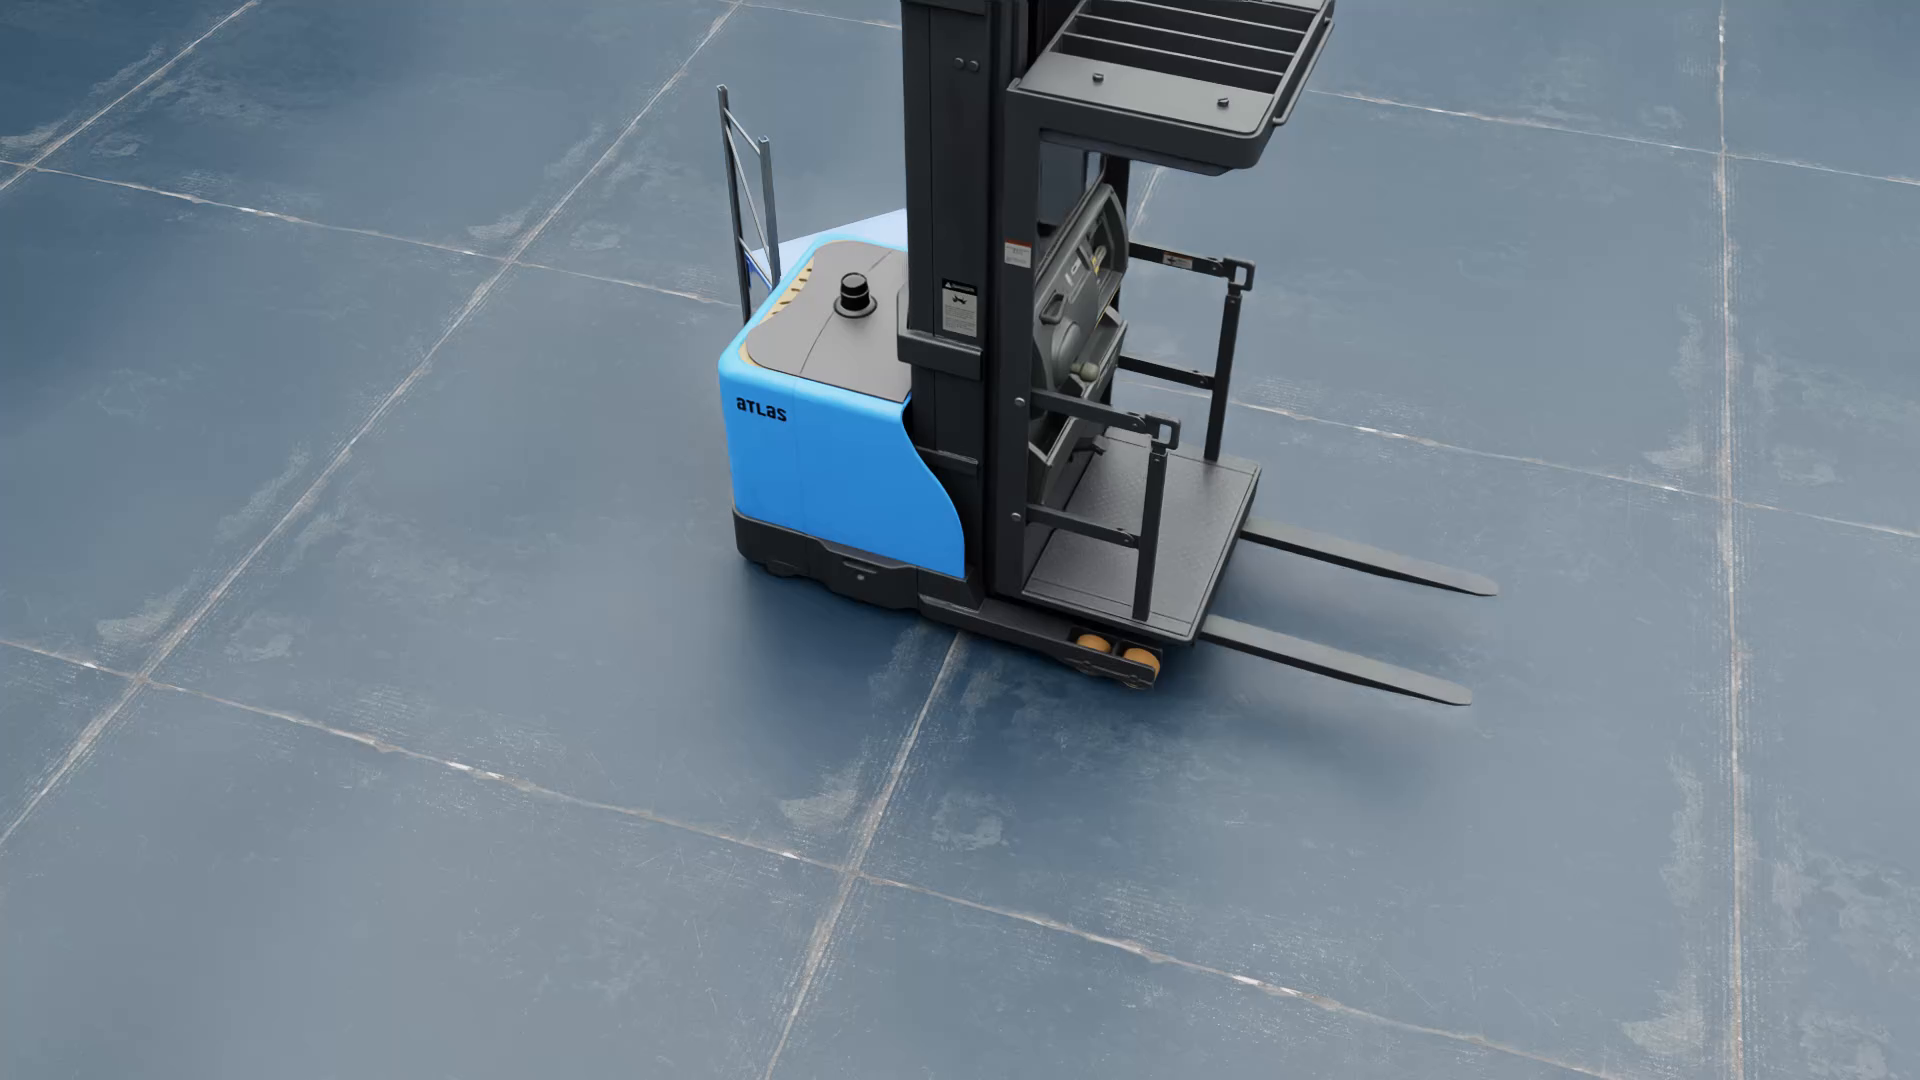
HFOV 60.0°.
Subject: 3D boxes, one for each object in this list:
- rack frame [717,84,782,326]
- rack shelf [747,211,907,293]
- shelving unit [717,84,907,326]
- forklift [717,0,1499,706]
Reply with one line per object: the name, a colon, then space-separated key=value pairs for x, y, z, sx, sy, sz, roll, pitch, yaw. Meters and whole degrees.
rack frame: x=-0.888 y=-1.209 z=7.312 sx=0.032 sy=1.500 sz=0.500 roll=-20 pitch=48 yaw=-19
rack shelf: x=-0.436 y=-1.290 z=7.556 sx=0.952 sy=0.026 sz=0.459 roll=-20 pitch=48 yaw=-19
shelving unit: x=-0.440 y=-1.369 z=7.476 sx=1.039 sy=1.500 sz=0.500 roll=-20 pitch=48 yaw=-19
forklift: x=0.625 y=-0.885 z=5.958 sx=3.031 sy=2.935 sz=1.130 roll=16 pitch=47 yaw=15
